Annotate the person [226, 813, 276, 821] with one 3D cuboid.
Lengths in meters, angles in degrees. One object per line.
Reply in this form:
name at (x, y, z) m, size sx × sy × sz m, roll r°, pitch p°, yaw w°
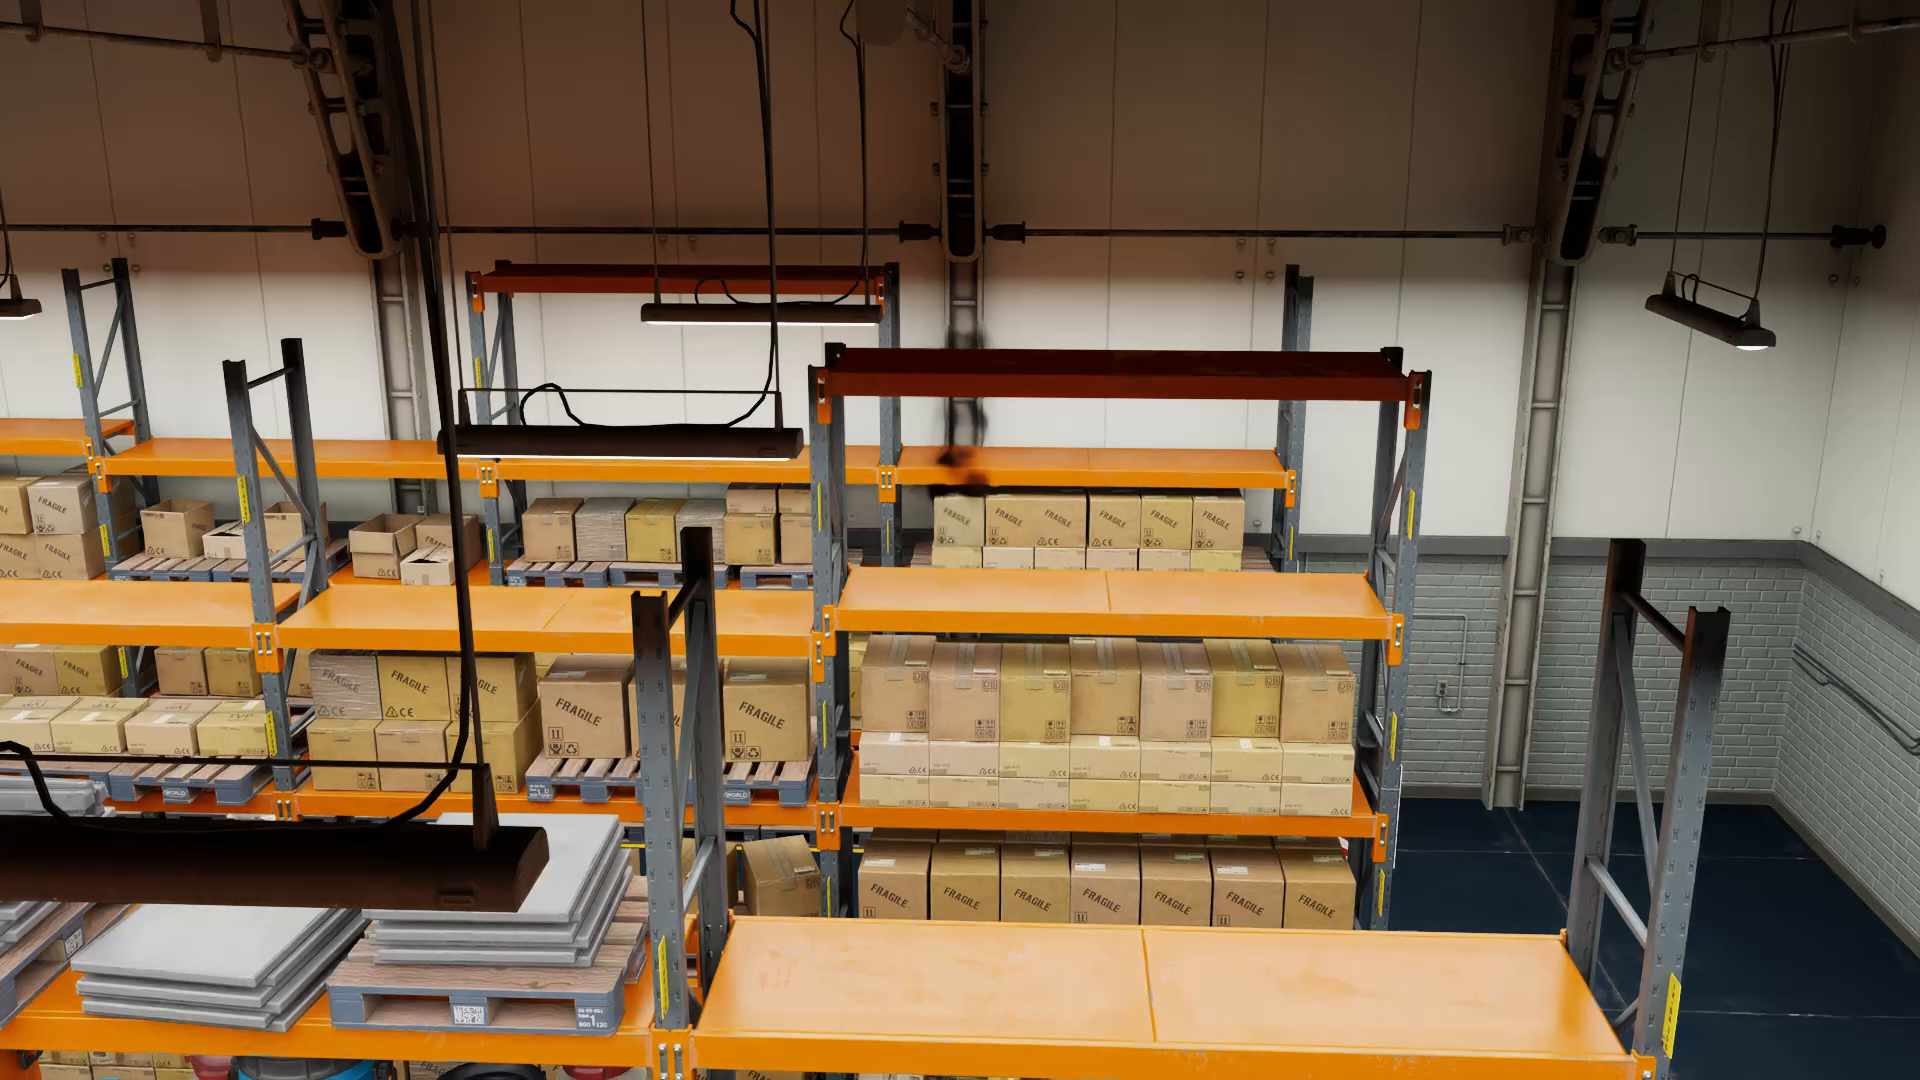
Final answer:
person at (-6.165, 3.077, 15.187) m, size 0.833 × 1.589 × 0.693 m, roll -5°, pitch 17°, yaw -15°
